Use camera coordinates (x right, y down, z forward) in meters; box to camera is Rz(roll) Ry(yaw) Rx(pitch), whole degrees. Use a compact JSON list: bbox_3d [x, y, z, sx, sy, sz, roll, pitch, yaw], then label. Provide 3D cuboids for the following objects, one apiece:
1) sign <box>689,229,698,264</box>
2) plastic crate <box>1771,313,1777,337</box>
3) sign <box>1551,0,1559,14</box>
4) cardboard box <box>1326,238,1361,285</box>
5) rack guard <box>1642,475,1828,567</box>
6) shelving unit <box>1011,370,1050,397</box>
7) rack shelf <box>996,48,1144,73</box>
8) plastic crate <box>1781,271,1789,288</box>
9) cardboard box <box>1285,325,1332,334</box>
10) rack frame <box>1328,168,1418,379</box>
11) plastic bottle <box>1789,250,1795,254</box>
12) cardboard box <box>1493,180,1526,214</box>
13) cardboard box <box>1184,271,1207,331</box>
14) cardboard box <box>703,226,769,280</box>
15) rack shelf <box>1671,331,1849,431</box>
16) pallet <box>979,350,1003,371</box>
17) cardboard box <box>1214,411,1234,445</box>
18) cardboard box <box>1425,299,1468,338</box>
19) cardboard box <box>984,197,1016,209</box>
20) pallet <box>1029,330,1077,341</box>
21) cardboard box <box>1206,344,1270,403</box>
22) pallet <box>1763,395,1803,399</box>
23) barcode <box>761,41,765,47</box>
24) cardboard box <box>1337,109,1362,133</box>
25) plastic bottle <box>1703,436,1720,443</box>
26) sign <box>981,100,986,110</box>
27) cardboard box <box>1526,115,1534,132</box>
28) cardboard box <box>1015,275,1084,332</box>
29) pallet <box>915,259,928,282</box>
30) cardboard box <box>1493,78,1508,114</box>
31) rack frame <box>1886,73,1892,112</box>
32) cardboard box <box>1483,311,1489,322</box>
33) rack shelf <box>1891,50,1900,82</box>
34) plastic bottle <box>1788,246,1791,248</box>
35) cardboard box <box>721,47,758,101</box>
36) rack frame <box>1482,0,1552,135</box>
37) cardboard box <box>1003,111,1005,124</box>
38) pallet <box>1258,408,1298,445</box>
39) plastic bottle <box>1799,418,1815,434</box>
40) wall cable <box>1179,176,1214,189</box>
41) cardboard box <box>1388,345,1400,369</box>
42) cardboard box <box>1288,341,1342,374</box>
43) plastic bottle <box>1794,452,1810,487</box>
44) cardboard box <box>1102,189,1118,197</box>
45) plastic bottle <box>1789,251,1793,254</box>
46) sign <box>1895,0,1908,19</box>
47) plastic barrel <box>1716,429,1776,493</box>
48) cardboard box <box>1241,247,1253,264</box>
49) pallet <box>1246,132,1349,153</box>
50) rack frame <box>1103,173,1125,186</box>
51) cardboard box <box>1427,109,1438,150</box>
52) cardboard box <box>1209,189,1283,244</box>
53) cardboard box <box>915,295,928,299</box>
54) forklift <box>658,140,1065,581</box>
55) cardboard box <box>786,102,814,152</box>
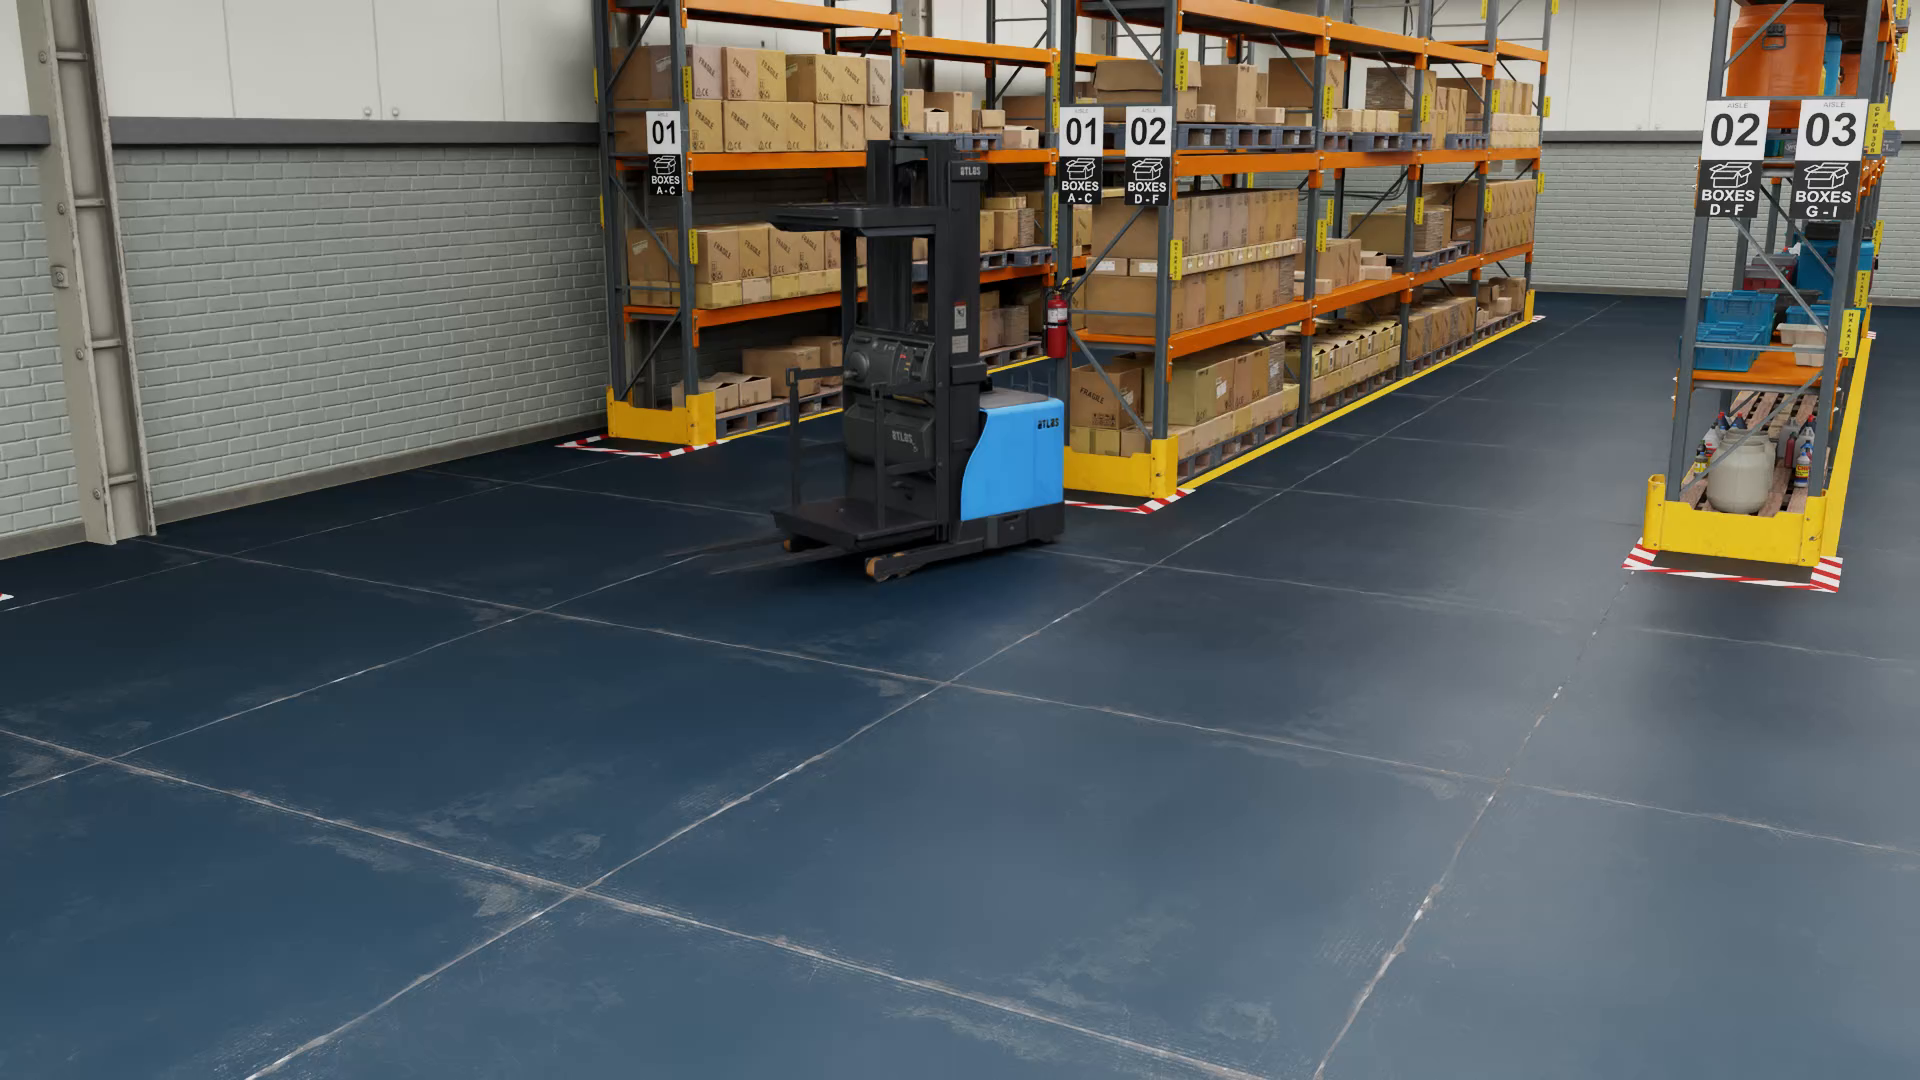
[{"bbox_3d":[-2.571,-2.827,16.011,0.100,0.325,0.005,7,15,28],"label":"sign"},{"bbox_3d":[6.657,-1.816,14.118,0.450,0.188,0.662,7,15,28],"label":"plastic crate"},{"bbox_3d":[9.503,-8.570,26.550,0.100,0.325,0.005,7,15,28],"label":"sign"},{"bbox_3d":[4.363,-3.251,19.404,0.500,0.500,0.500,6,15,25],"label":"cardboard box"},{"bbox_3d":[5.622,-0.151,12.092,1.175,0.500,0.348,7,15,28],"label":"rack guard"},{"bbox_3d":[0.537,-0.691,12.840,0.189,1.200,0.258,-11,18,-39],"label":"shelving unit"},{"bbox_3d":[1.788,-6.891,24.306,1.077,0.370,4.000,7,15,28],"label":"rack shelf"},{"bbox_3d":[7.821,-2.419,16.203,0.392,0.384,0.575,7,15,28],"label":"plastic crate"},{"bbox_3d":[4.154,-2.401,19.867,0.500,0.311,0.500,7,15,27],"label":"cardboard box"},{"bbox_3d":[5.160,-3.548,20.851,1.000,3.000,0.127,7,15,28],"label":"rack frame"},{"bbox_3d":[10.423,-3.505,20.936,0.152,0.276,0.135,7,15,28],"label":"plastic bottle"},{"bbox_3d":[8.563,-5.391,26.148,0.500,0.500,0.500,8,16,30],"label":"cardboard box"},{"bbox_3d":[1.779,-2.158,14.872,0.700,0.500,0.500,8,16,29],"label":"cardboard box"},{"bbox_3d":[-2.304,-2.933,16.976,0.500,0.500,0.500,7,15,28],"label":"cardboard box"},{"bbox_3d":[6.594,-1.405,13.498,1.077,0.370,4.000,7,15,28],"label":"rack shelf"},{"bbox_3d":[-0.148,-2.344,21.804,1.003,0.211,1.213,7,15,28],"label":"pallet"},{"bbox_3d":[2.227,-1.065,15.520,0.500,0.250,0.500,7,15,28],"label":"cardboard box"},{"bbox_3d":[6.859,-3.133,23.525,0.500,0.500,0.500,7,15,28],"label":"cardboard box"},{"bbox_3d":[0.538,-4.545,22.448,0.380,0.149,0.250,5,14,19],"label":"cardboard box"},{"bbox_3d":[1.269,-2.906,24.138,1.003,0.211,1.213,7,15,28],"label":"pallet"},{"bbox_3d":[2.703,-1.635,16.287,0.500,0.500,0.500,7,15,28],"label":"cardboard box"},{"bbox_3d":[9.839,-1.797,19.537,1.003,0.211,1.213,7,15,28],"label":"pallet"},{"bbox_3d":[-2.161,-5.433,18.217,0.001,0.075,0.075,7,15,28],"label":"barcode"},{"bbox_3d":[4.204,-4.702,18.662,0.500,0.250,0.500,6,15,23],"label":"cardboard box"},{"bbox_3d":[6.344,-0.738,14.068,0.152,0.276,0.135,7,15,26],"label":"plastic bottle"},{"bbox_3d":[0.340,-5.921,23.022,0.100,0.325,0.005,7,15,28],"label":"sign"},{"bbox_3d":[8.761,-6.581,26.284,0.500,0.250,0.500,7,15,28],"label":"cardboard box"},{"bbox_3d":[1.292,-3.404,23.943,0.750,0.750,0.750,7,15,27],"label":"cardboard box"},{"bbox_3d":[-0.615,-3.335,20.376,1.003,0.211,1.213,7,15,28],"label":"pallet"},{"bbox_3d":[7.661,-6.552,24.565,0.700,0.500,0.500,7,15,28],"label":"cardboard box"},{"bbox_3d":[11.428,-6.723,21.221,1.000,3.000,0.127,7,15,28],"label":"rack frame"},{"bbox_3d":[7.895,-3.446,25.532,0.380,0.166,0.250,7,15,28],"label":"cardboard box"},{"bbox_3d":[12.395,-6.589,23.054,1.077,0.370,4.000,7,15,28],"label":"rack shelf"},{"bbox_3d":[10.813,-3.696,21.713,0.061,0.283,0.133,7,15,28],"label":"plastic bottle"},{"bbox_3d":[-2.360,-4.619,16.502,0.500,0.500,0.500,7,15,27],"label":"cardboard box"},{"bbox_3d":[9.027,-8.106,26.956,1.000,3.000,0.127,7,15,28],"label":"rack frame"},{"bbox_3d":[0.272,-5.504,22.306,0.500,0.500,0.500,7,15,28],"label":"cardboard box"},{"bbox_3d":[2.805,-1.214,17.117,1.003,0.211,1.213,7,15,28],"label":"pallet"},{"bbox_3d":[7.409,-0.888,14.528,0.144,0.351,0.185,7,15,25],"label":"plastic bottle"},{"bbox_3d":[4.480,-6.614,31.399,0.084,1.984,1.851,7,15,28],"label":"wall cable"},{"bbox_3d":[5.119,-2.280,20.562,0.500,0.250,0.500,8,16,29],"label":"cardboard box"},{"bbox_3d":[3.890,-2.026,18.312,0.500,0.311,0.500,7,15,27],"label":"cardboard box"},{"bbox_3d":[6.776,-0.569,13.377,0.097,0.271,0.097,0,14,0],"label":"plastic bottle"},{"bbox_3d":[2.005,-5.059,24.627,0.500,0.250,0.500,7,15,27],"label":"cardboard box"},{"bbox_3d":[10.311,-3.457,20.738,0.152,0.276,0.135,7,15,28],"label":"plastic bottle"},{"bbox_3d":[9.979,-5.685,17.602,0.100,0.325,0.005,7,15,28],"label":"sign"},{"bbox_3d":[6.120,-0.586,12.977,0.421,0.512,0.421,0,14,0],"label":"plastic barrel"},{"bbox_3d":[2.541,-2.696,15.720,0.380,0.149,0.250,8,16,30],"label":"cardboard box"},{"bbox_3d":[3.641,-4.275,17.875,0.805,0.209,1.217,7,15,26],"label":"pallet"},{"bbox_3d":[2.755,-4.929,26.580,1.000,3.000,0.127,7,15,28],"label":"rack frame"},{"bbox_3d":[5.588,-5.253,21.309,0.910,0.500,0.500,7,15,28],"label":"cardboard box"},{"bbox_3d":[2.774,-3.211,16.472,0.700,0.500,0.500,7,15,28],"label":"cardboard box"},{"bbox_3d":[-0.313,-3.002,21.380,0.500,0.250,0.500,7,15,26],"label":"cardboard box"},{"bbox_3d":[-0.663,-1.280,11.590,3.031,2.935,1.130,-11,18,-39],"label":"forklift"},{"bbox_3d":[-1.887,-4.350,17.519,0.500,0.500,0.500,8,16,31],"label":"cardboard box"}]
